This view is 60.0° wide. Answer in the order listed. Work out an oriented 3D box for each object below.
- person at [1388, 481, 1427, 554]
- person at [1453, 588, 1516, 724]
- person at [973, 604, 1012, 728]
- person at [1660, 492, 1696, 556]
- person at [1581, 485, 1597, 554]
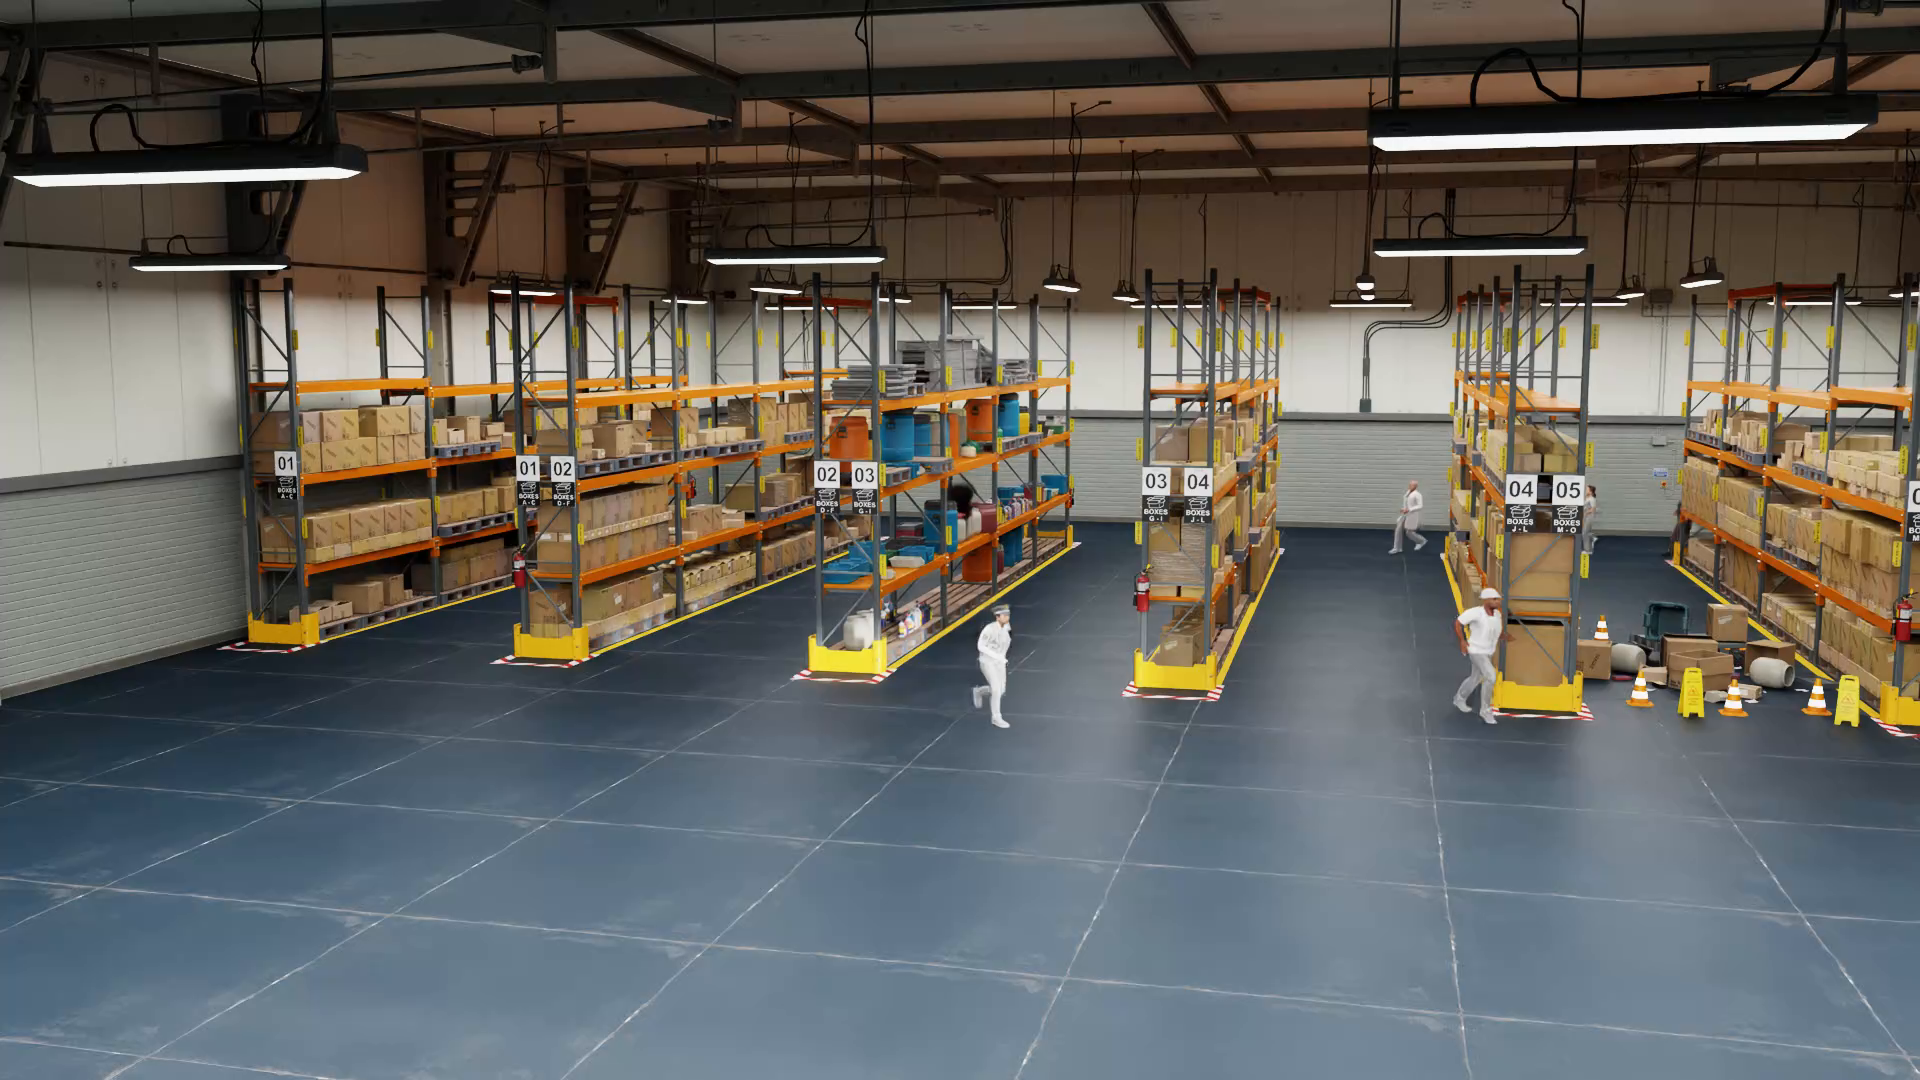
[{"bbox_3d":[10.606,-0.528,38.999,0.962,1.753,0.748,-2,7,-20],"label":"person"},{"bbox_3d":[6.900,1.520,21.996,0.623,1.818,0.887,-6,9,-40],"label":"person"},{"bbox_3d":[0.399,1.613,21.700,0.587,1.637,0.710,-6,9,-39],"label":"person"},{"bbox_3d":[16.667,-0.435,38.278,0.956,1.693,0.723,3,8,26],"label":"person"},{"bbox_3d":[14.692,-0.470,38.974,0.562,1.614,0.560,0,7,1],"label":"person"}]
